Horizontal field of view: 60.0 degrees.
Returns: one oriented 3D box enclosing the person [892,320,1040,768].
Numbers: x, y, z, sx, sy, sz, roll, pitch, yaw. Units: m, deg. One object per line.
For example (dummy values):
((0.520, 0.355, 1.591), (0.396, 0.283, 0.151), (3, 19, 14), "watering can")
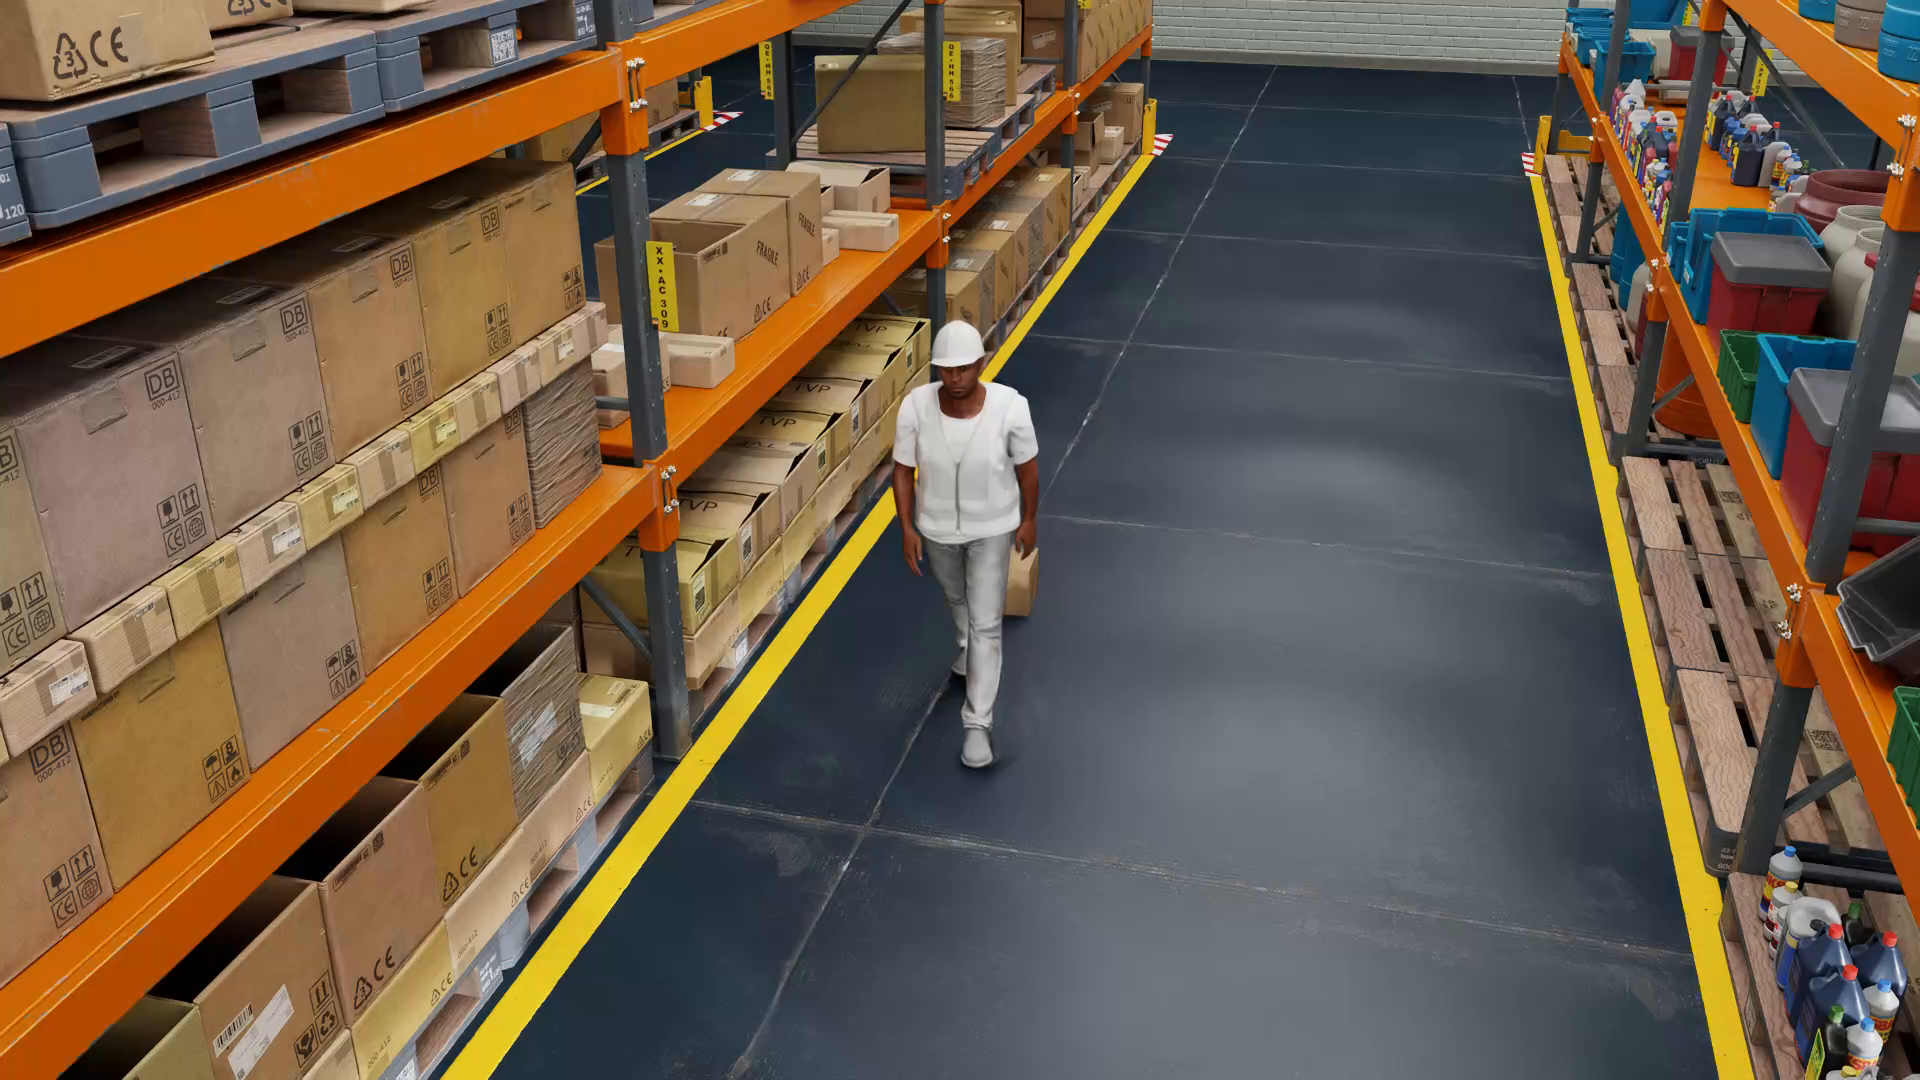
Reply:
((0.006, -0.055, 6.693), (0.577, 1.712, 1.027), (6, 26, 12), "person")
